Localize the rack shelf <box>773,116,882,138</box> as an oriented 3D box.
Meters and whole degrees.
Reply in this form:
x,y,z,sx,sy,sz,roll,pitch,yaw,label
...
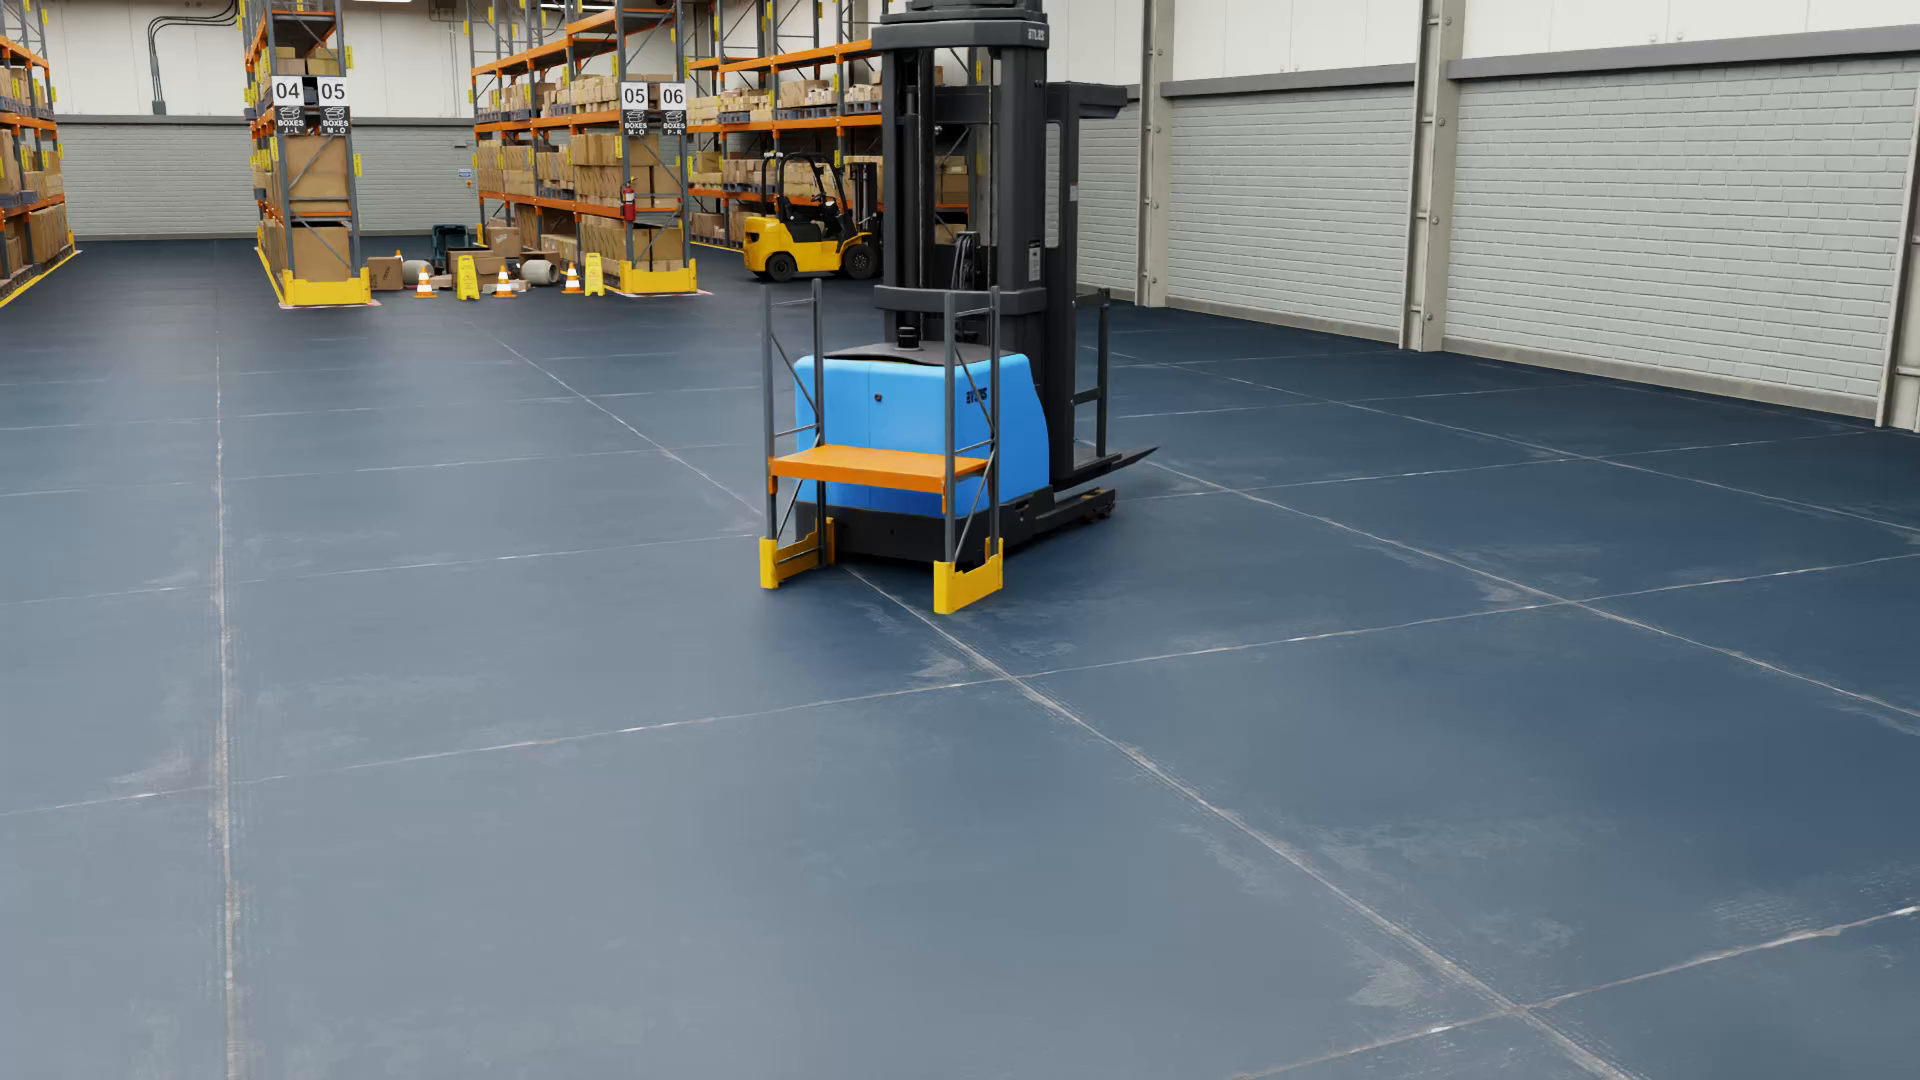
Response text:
x,y,z,sx,sy,sz,roll,pitch,yaw,label
-2.610,-8.195,33.070,1.077,0.370,4.000,-6,14,-23,rack shelf

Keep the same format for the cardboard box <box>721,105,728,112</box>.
x,y,z,sx,sy,sz,roll,pitch,yaw,label
-5.186,-9.762,37.649,0.380,0.149,0.250,-5,14,-22,cardboard box

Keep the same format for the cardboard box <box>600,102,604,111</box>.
x,y,z,sx,sy,sz,roll,pitch,yaw,label
-5.639,-7.050,27.085,0.380,0.149,0.250,-6,14,-25,cardboard box

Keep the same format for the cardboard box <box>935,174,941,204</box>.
x,y,z,sx,sy,sz,roll,pitch,yaw,label
-0.644,-5.972,28.297,0.500,0.500,0.500,-6,14,-24,cardboard box

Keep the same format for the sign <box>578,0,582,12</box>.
x,y,z,sx,sy,sz,roll,pitch,yaw,label
-7.464,-10.516,32.602,0.100,0.325,0.005,-6,14,-23,sign

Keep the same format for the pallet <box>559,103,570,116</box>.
x,y,z,sx,sy,sz,roll,pitch,yaw,label
-6.505,-7.729,29.877,1.213,0.211,1.003,-6,14,-23,pallet

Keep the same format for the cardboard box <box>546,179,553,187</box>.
x,y,z,sx,sy,sz,roll,pitch,yaw,label
-7.756,-6.866,32.009,0.380,0.149,0.250,-6,14,-23,cardboard box

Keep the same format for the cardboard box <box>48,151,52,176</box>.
x,y,z,sx,sy,sz,roll,pitch,yaw,label
-19.000,-7.749,34.207,0.500,0.500,0.500,-6,14,-25,cardboard box

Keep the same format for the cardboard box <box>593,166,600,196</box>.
x,y,z,sx,sy,sz,roll,pitch,yaw,label
-5.802,-5.991,27.720,0.500,0.500,0.500,-5,14,-22,cardboard box

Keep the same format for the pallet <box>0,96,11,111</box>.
x,y,z,sx,sy,sz,roll,pitch,yaw,label
-15.585,-6.834,26.010,1.213,0.211,1.003,-6,14,-23,pallet

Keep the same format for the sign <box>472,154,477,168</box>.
x,y,z,sx,sy,sz,roll,pitch,yaw,label
-11.673,-9.113,39.996,0.100,0.325,0.005,-6,14,-23,sign

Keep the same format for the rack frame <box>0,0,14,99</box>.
x,y,z,sx,sy,sz,roll,pitch,yaw,label
-17.037,-9.076,28.629,1.000,3.000,0.127,-6,14,-23,rack frame

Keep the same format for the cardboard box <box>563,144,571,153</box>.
x,y,z,sx,sy,sz,roll,pitch,yaw,label
-7.035,-7.153,30.371,0.380,0.149,0.250,-6,14,-25,cardboard box

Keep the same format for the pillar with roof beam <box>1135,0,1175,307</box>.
x,y,z,sx,sy,sz,roll,pitch,yaw,label
-1.200,-7.364,21.232,9.100,9.000,0.400,-6,14,-23,pillar with roof beam

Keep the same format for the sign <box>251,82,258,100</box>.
x,y,z,sx,sy,sz,roll,pitch,yaw,label
-12.950,-8.245,30.544,0.100,0.325,0.005,-6,14,-23,sign

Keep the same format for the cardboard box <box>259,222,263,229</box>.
x,y,z,sx,sy,sz,roll,pitch,yaw,label
-15.554,-7.090,37.424,0.380,0.149,0.250,-6,14,-23,cardboard box

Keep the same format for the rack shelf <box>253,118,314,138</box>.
x,y,z,sx,sy,sz,roll,pitch,yaw,label
-13.253,-8.105,32.679,1.077,0.370,4.000,-6,14,-23,rack shelf

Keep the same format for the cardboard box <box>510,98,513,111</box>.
x,y,z,sx,sy,sz,roll,pitch,yaw,label
-9.148,-9.066,34.605,0.396,0.266,0.258,-4,14,-18,cardboard box

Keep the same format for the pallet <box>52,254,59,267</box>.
x,y,z,sx,sy,sz,roll,pitch,yaw,label
-18.262,-5.469,32.531,1.003,0.211,1.213,-6,14,-23,pallet

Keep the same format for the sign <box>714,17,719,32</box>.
x,y,z,sx,sy,sz,roll,pitch,yaw,label
-5.518,-11.695,37.698,0.100,0.325,0.005,-6,14,-23,sign

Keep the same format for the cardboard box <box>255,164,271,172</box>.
x,y,z,sx,sy,sz,roll,pitch,yaw,label
-13.069,-7.013,31.323,0.380,0.149,0.250,-6,14,-25,cardboard box

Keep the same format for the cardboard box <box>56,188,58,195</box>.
x,y,z,sx,sy,sz,roll,pitch,yaw,label
-19.186,-7.324,34.921,0.380,0.149,0.250,-5,14,-22,cardboard box

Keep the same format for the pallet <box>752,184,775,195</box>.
x,y,z,sx,sy,sz,roll,pitch,yaw,label
-3.747,-7.538,35.712,1.213,0.211,1.003,-6,14,-23,pallet

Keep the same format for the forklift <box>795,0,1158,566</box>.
x,y,z,sx,sy,sz,roll,pitch,yaw,label
0.280,-1.577,9.685,1.130,2.935,3.031,7,15,29,forklift

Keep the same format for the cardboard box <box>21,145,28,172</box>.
x,y,z,sx,sy,sz,roll,pitch,yaw,label
-17.849,-7.116,31.018,0.797,0.503,0.637,-5,14,-21,cardboard box

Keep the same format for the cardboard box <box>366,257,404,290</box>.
x,y,z,sx,sy,sz,roll,pitch,yaw,label
-9.288,-4.310,26.876,0.500,0.500,0.500,-3,13,-13,cardboard box

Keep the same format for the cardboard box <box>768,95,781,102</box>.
x,y,z,sx,sy,sz,roll,pitch,yaw,label
-3.819,-9.269,34.905,0.380,0.149,0.250,-5,14,-21,cardboard box

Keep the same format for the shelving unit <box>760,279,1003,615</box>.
x,y,z,sx,sy,sz,roll,pitch,yaw,label
-0.394,-0.493,8.171,1.083,1.500,0.587,7,15,28,shelving unit

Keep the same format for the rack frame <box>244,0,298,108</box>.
x,y,z,sx,sy,sz,roll,pitch,yaw,label
-14.055,-10.330,34.045,1.000,3.000,0.127,-6,14,-23,rack frame

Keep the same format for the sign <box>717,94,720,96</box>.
x,y,z,sx,sy,sz,roll,pitch,yaw,label
-6.099,-11.089,42.015,0.100,0.325,0.005,-6,14,-23,sign

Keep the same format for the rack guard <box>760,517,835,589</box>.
x,y,z,sx,sy,sz,roll,pitch,yaw,label
-0.831,0.062,8.544,0.087,0.250,0.587,7,15,28,rack guard

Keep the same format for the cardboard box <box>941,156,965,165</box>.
x,y,z,sx,sy,sz,roll,pitch,yaw,label
-0.145,-6.443,28.237,0.380,0.149,0.250,-6,14,-24,cardboard box

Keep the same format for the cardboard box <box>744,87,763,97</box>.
x,y,z,sx,sy,sz,roll,pitch,yaw,label
-4.691,-10.155,37.765,0.396,0.266,0.258,-6,14,-23,cardboard box

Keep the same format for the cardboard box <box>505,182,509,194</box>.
x,y,z,sx,sy,sz,roll,pitch,yaw,label
-9.625,-7.687,36.264,0.500,0.250,0.500,-6,14,-24,cardboard box

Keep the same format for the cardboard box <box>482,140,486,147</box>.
x,y,z,sx,sy,sz,roll,pitch,yaw,label
-10.982,-9.290,38.981,0.380,0.149,0.250,-6,14,-25,cardboard box

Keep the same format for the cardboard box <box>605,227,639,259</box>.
x,y,z,sx,sy,sz,roll,pitch,yaw,label
-5.525,-4.876,27.287,0.500,0.500,0.500,-5,14,-21,cardboard box

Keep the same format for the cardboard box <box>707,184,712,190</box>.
x,y,z,sx,sy,sz,roll,pitch,yaw,label
-5.831,-8.455,39.806,0.380,0.149,0.250,-6,14,-24,cardboard box

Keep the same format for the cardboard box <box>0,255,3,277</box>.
x,y,z,sx,sy,sz,roll,pitch,yaw,label
-15.661,-4.452,26.523,0.700,0.500,0.500,-7,15,-27,cardboard box

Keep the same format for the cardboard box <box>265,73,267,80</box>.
x,y,z,sx,sy,sz,roll,pitch,yaw,label
-10.100,-6.997,24.819,0.500,0.250,0.500,-6,14,-23,cardboard box

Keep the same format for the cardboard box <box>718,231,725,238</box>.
x,y,z,sx,sy,sz,roll,pitch,yaw,label
-5.505,-7.228,39.340,0.380,0.149,0.250,-6,14,-25,cardboard box

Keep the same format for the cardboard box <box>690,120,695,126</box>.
x,y,z,sx,sy,sz,roll,pitch,yaw,label
-6.367,-10.182,40.616,0.380,0.149,0.250,-6,14,-23,cardboard box

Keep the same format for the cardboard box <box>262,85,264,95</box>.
x,y,z,sx,sy,sz,roll,pitch,yaw,label
-11.016,-7.241,26.754,0.380,0.149,0.250,-6,14,-24,cardboard box

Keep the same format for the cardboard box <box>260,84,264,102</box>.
x,y,z,sx,sy,sz,roll,pitch,yaw,label
-12.364,-8.082,30.032,0.500,0.311,0.500,-6,14,-23,cardboard box

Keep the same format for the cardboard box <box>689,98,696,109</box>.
x,y,z,sx,sy,sz,roll,pitch,yaw,label
-6.267,-10.604,40.444,0.500,0.250,0.500,-6,14,-24,cardboard box

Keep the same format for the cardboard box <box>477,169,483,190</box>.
x,y,z,sx,sy,sz,roll,pitch,yaw,label
-11.233,-8.625,39.762,0.500,0.500,0.500,-6,14,-23,cardboard box

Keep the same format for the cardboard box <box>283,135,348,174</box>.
x,y,z,sx,sy,sz,roll,pitch,yaw,label
-9.361,-5.607,24.217,0.875,0.550,0.550,-6,14,-23,cardboard box

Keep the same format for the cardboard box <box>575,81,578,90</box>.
x,y,z,sx,sy,sz,roll,pitch,yaw,label
-6.397,-7.804,28.573,0.380,0.149,0.250,-5,14,-21,cardboard box

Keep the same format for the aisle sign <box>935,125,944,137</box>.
x,y,z,sx,sy,sz,roll,pitch,yaw,label
-0.449,-7.071,27.505,0.394,0.787,0.004,-6,14,-23,aisle sign

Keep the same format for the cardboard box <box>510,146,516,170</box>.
x,y,z,sx,sy,sz,roll,pitch,yaw,label
-9.219,-8.088,35.222,0.500,0.500,0.500,-6,14,-24,cardboard box

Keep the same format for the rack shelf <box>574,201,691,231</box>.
x,y,z,sx,sy,sz,roll,pitch,yaw,label
-5.554,-5.459,27.898,1.077,0.370,4.000,-6,14,-23,rack shelf

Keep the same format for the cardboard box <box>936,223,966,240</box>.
x,y,z,sx,sy,sz,roll,pitch,yaw,label
-0.225,-5.313,28.624,0.500,0.250,0.500,-6,14,-24,cardboard box

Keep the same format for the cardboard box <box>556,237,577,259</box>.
x,y,z,sx,sy,sz,roll,pitch,yaw,label
-7.139,-5.546,31.578,0.950,0.372,0.625,-5,14,-21,cardboard box
